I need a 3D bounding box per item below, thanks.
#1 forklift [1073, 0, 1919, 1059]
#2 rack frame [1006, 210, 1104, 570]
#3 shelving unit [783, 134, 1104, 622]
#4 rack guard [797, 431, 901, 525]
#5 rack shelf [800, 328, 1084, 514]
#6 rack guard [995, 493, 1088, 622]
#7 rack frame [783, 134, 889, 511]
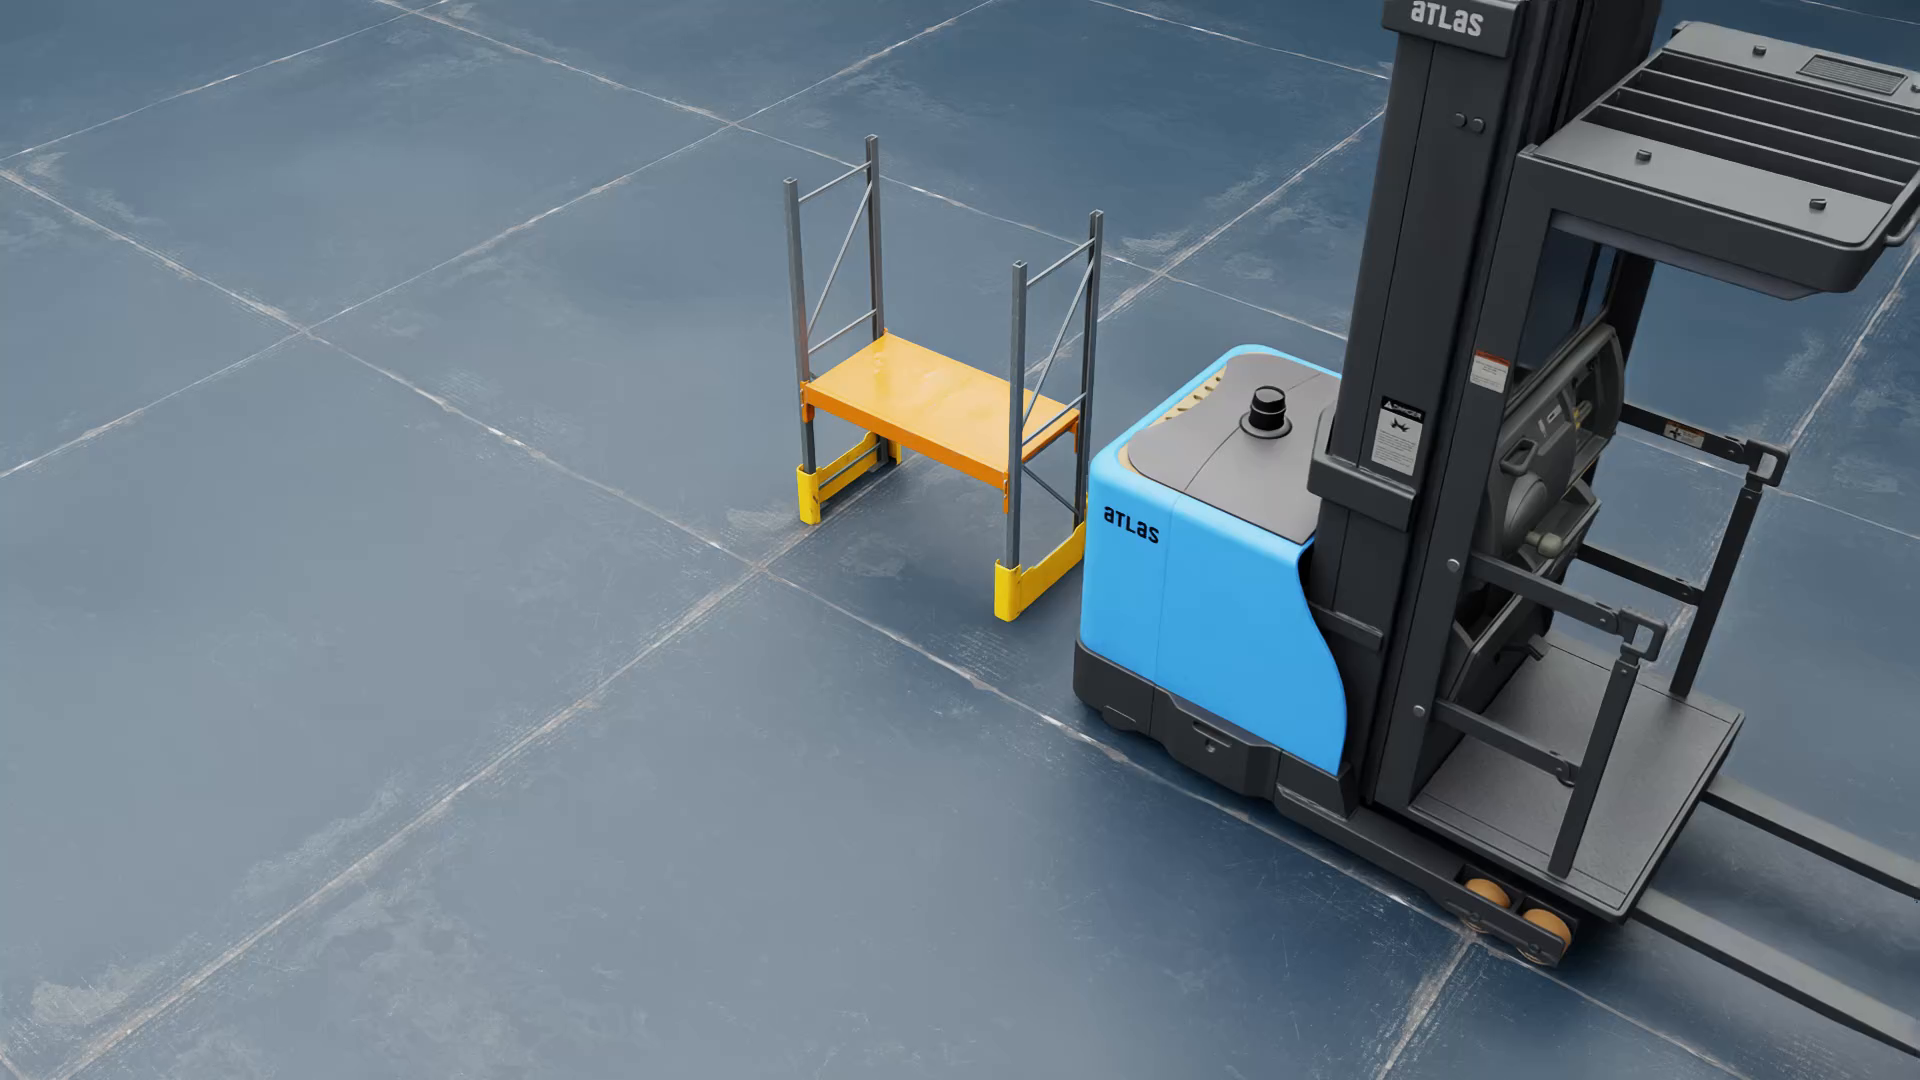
[{"bbox_3d":[1.870,-0.229,4.665,3.031,2.935,1.130,26,45,30],"label":"forklift"},{"bbox_3d":[0.336,-0.432,6.085,0.032,1.500,0.500,25,45,29],"label":"rack frame"},{"bbox_3d":[-0.061,-0.619,6.324,1.083,1.500,0.587,25,45,29],"label":"shelving unit"},{"bbox_3d":[-0.456,-0.313,6.948,0.087,0.250,0.587,25,45,29],"label":"rack guard"},{"bbox_3d":[-0.068,-0.481,6.439,1.000,0.185,0.538,25,45,29],"label":"rack shelf"},{"bbox_3d":[0.335,0.060,6.471,0.087,0.250,0.587,25,45,29],"label":"rack guard"},{"bbox_3d":[-0.472,-0.813,6.572,0.032,1.500,0.500,25,45,29],"label":"rack frame"}]
